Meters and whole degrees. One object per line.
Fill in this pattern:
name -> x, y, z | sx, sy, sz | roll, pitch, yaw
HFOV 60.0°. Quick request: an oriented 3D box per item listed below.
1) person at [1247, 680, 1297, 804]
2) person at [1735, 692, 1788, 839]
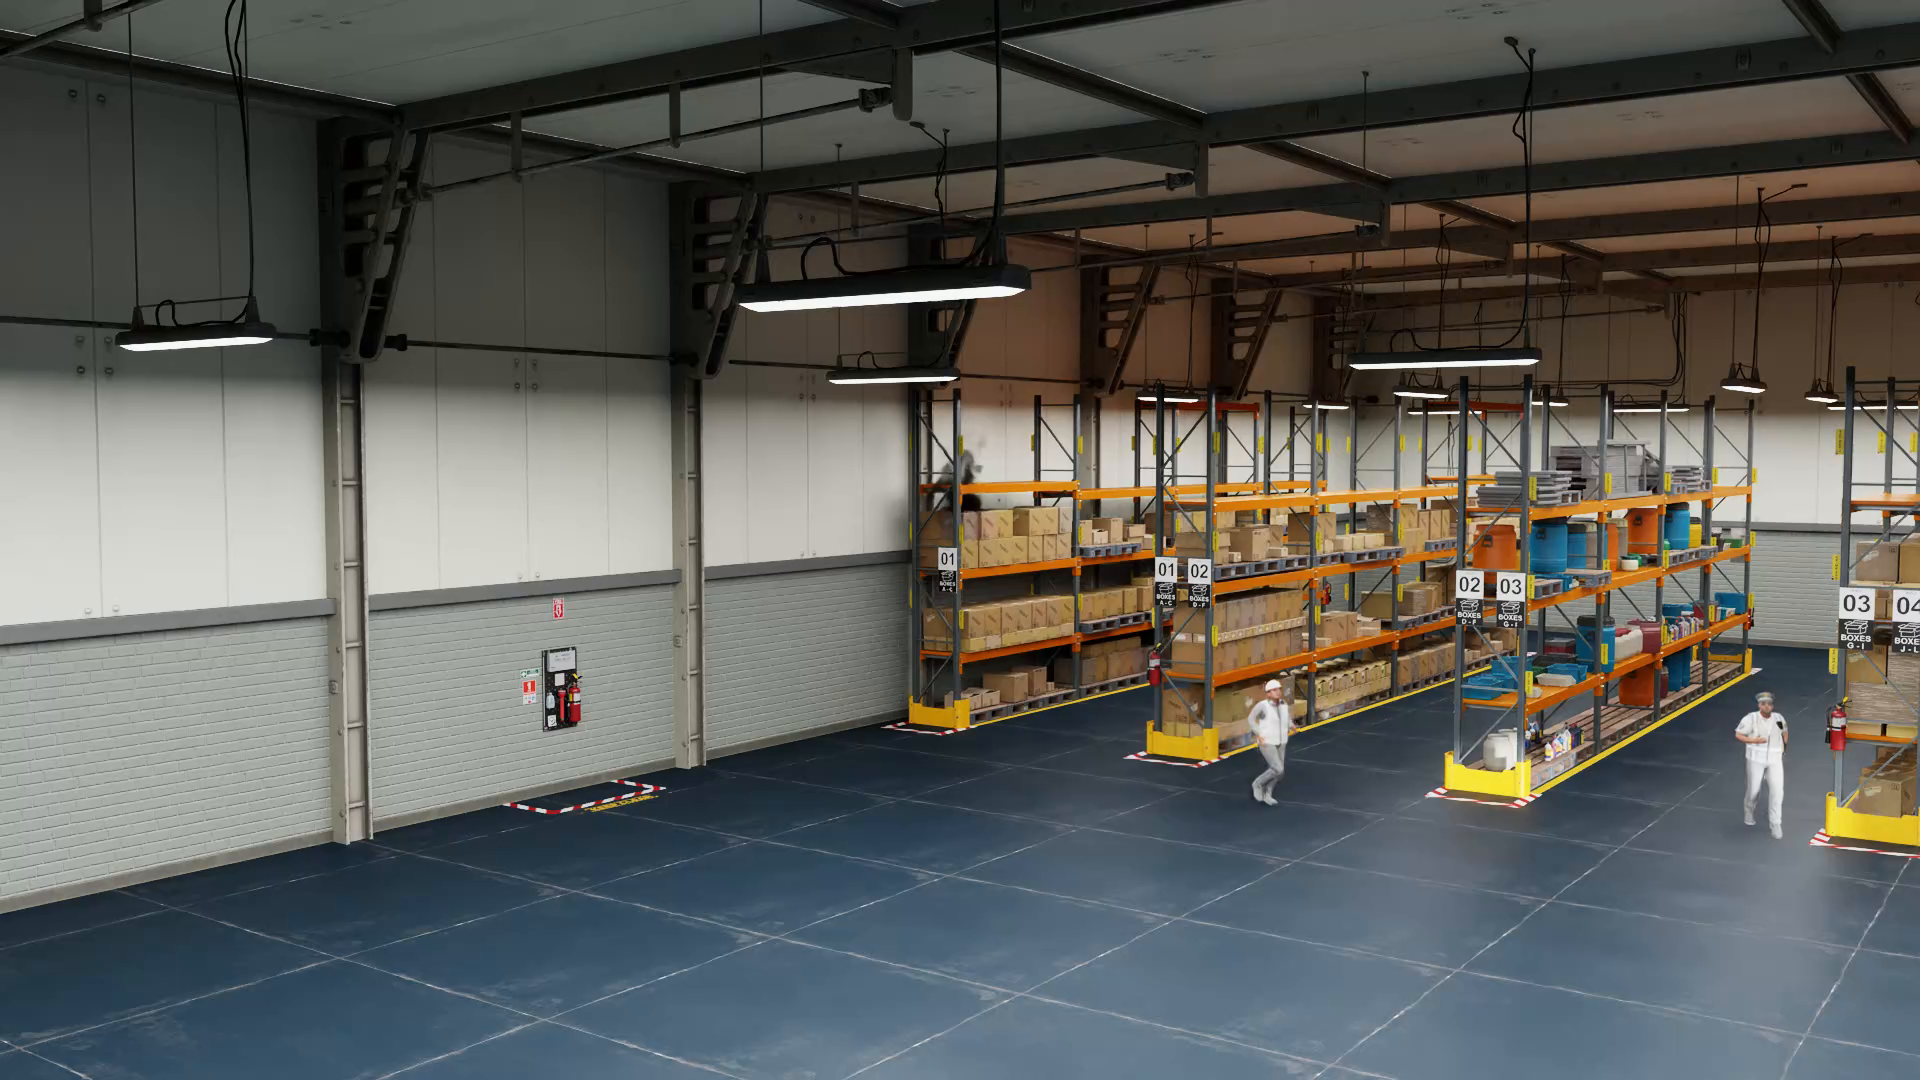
person -> 4.394, 2.814, 23.088 | 0.644, 1.740, 0.584 | -2, 4, -29
person -> 10.413, 2.879, 21.573 | 0.660, 1.838, 0.842 | 1, 3, 15
